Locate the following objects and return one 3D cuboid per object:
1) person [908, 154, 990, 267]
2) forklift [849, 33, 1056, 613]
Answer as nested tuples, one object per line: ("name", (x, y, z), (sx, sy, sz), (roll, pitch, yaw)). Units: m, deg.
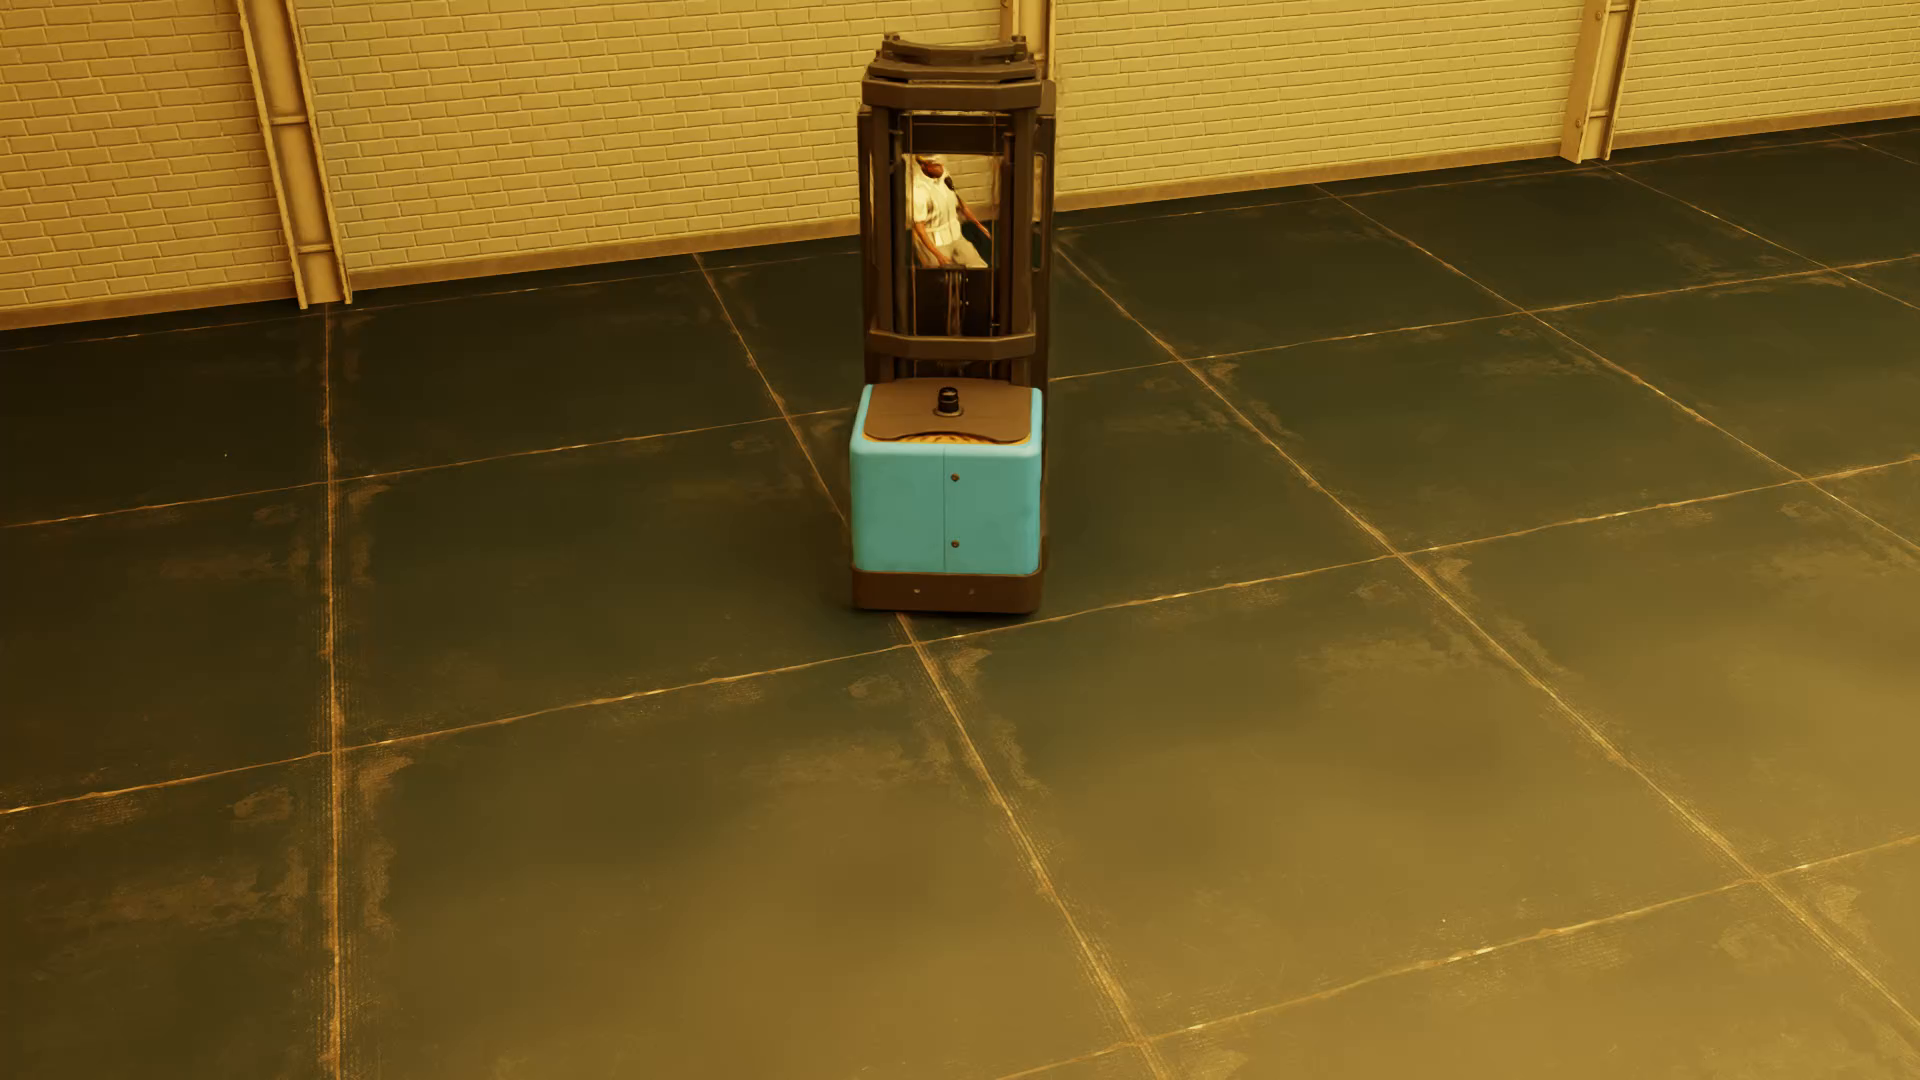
("person", (-0.105, -2.166, 12.236), (0.592, 1.543, 0.725), (20, 36, 31))
("forklift", (-0.008, -1.567, 9.811), (1.130, 2.935, 3.031), (1, 30, 3))
